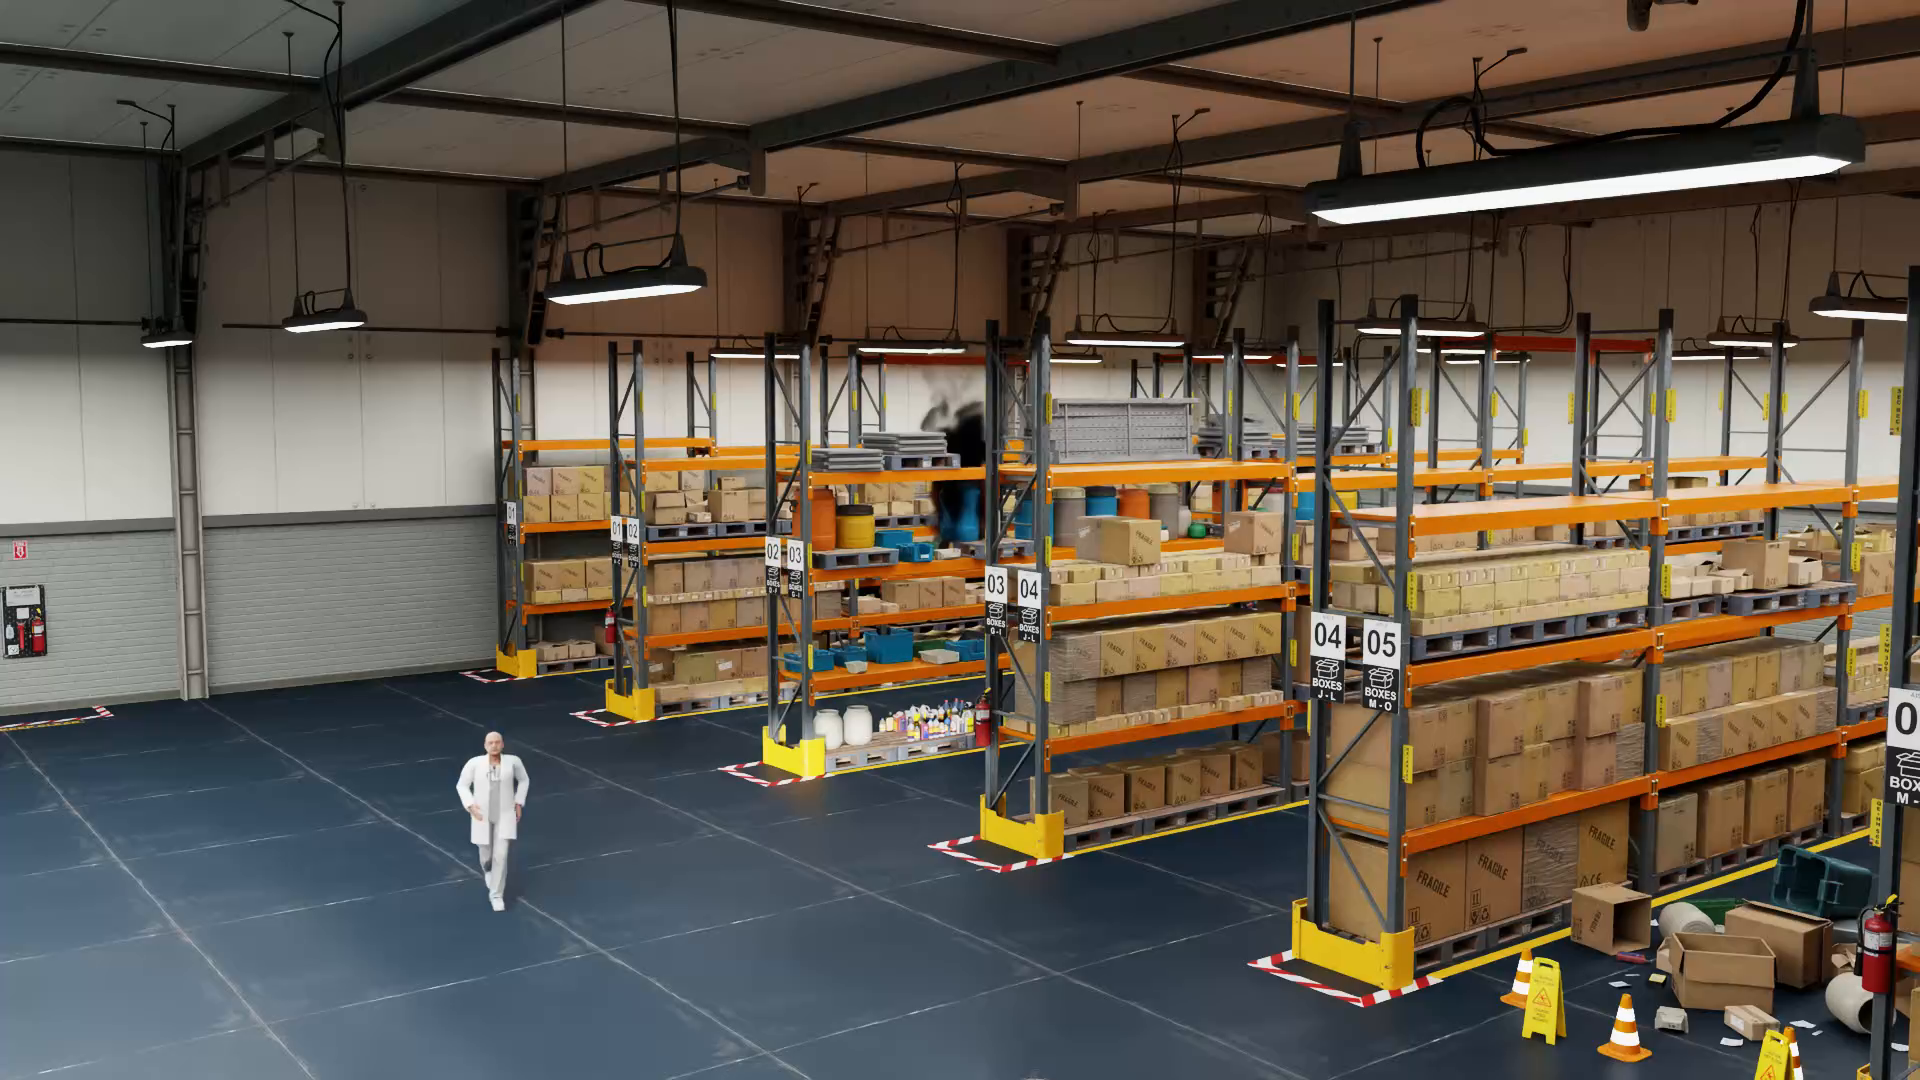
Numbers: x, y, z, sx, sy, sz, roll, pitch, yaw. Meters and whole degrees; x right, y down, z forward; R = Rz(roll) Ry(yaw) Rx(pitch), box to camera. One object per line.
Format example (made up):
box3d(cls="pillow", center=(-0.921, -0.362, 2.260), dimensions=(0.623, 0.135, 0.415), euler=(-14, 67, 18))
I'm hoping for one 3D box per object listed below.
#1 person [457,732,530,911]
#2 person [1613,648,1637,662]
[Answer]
box3d(cls="person", center=(-4.739, 2.815, 16.918), dimensions=(0.718, 1.760, 0.833), euler=(-1, 5, -15))
box3d(cls="person", center=(9.143, 2.261, 22.911), dimensions=(0.953, 1.755, 0.660), euler=(-5, 7, -43))
